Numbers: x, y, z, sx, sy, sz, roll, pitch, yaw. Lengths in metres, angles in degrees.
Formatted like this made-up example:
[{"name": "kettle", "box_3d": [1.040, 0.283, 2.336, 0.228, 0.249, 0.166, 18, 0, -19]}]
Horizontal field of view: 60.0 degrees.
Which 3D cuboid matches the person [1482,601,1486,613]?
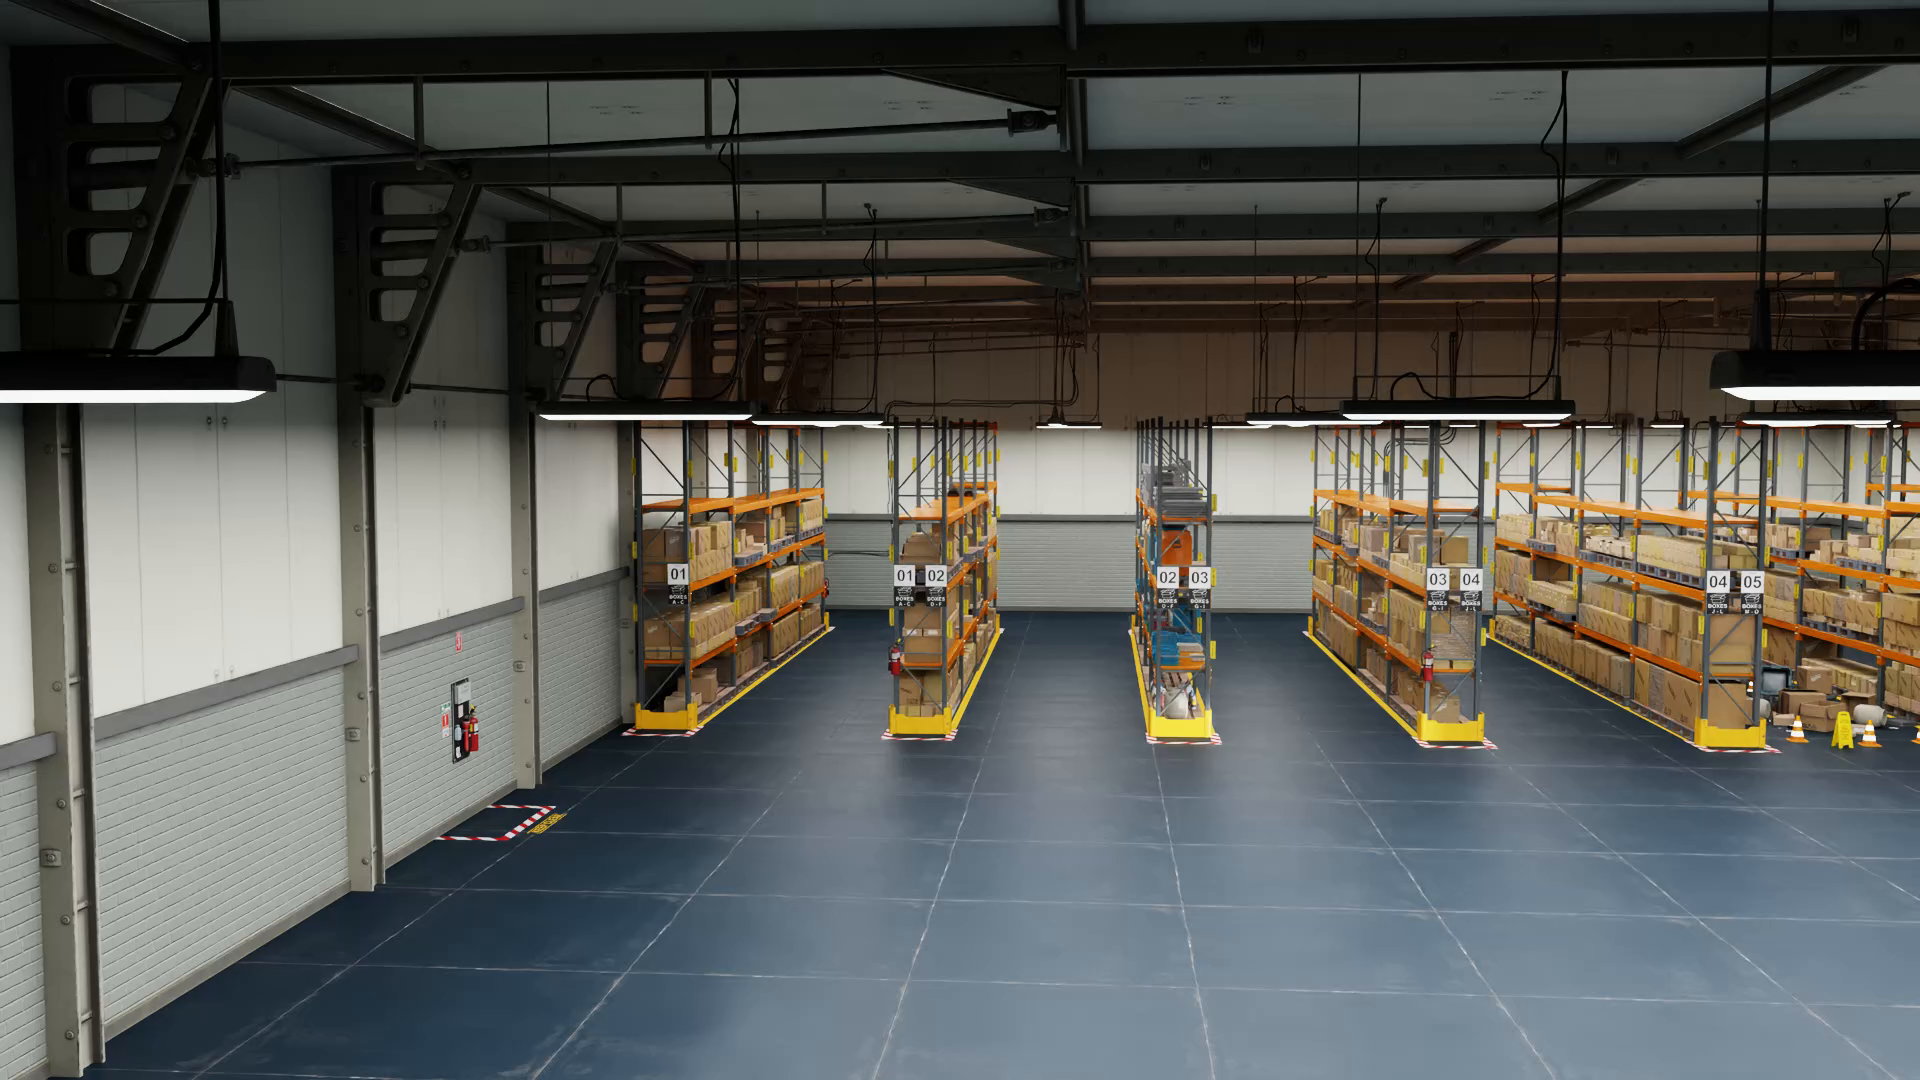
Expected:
[{"name": "person", "box_3d": [13.273, 2.086, 42.857, 0.524, 1.603, 1.007, 0, 4, 6]}]
